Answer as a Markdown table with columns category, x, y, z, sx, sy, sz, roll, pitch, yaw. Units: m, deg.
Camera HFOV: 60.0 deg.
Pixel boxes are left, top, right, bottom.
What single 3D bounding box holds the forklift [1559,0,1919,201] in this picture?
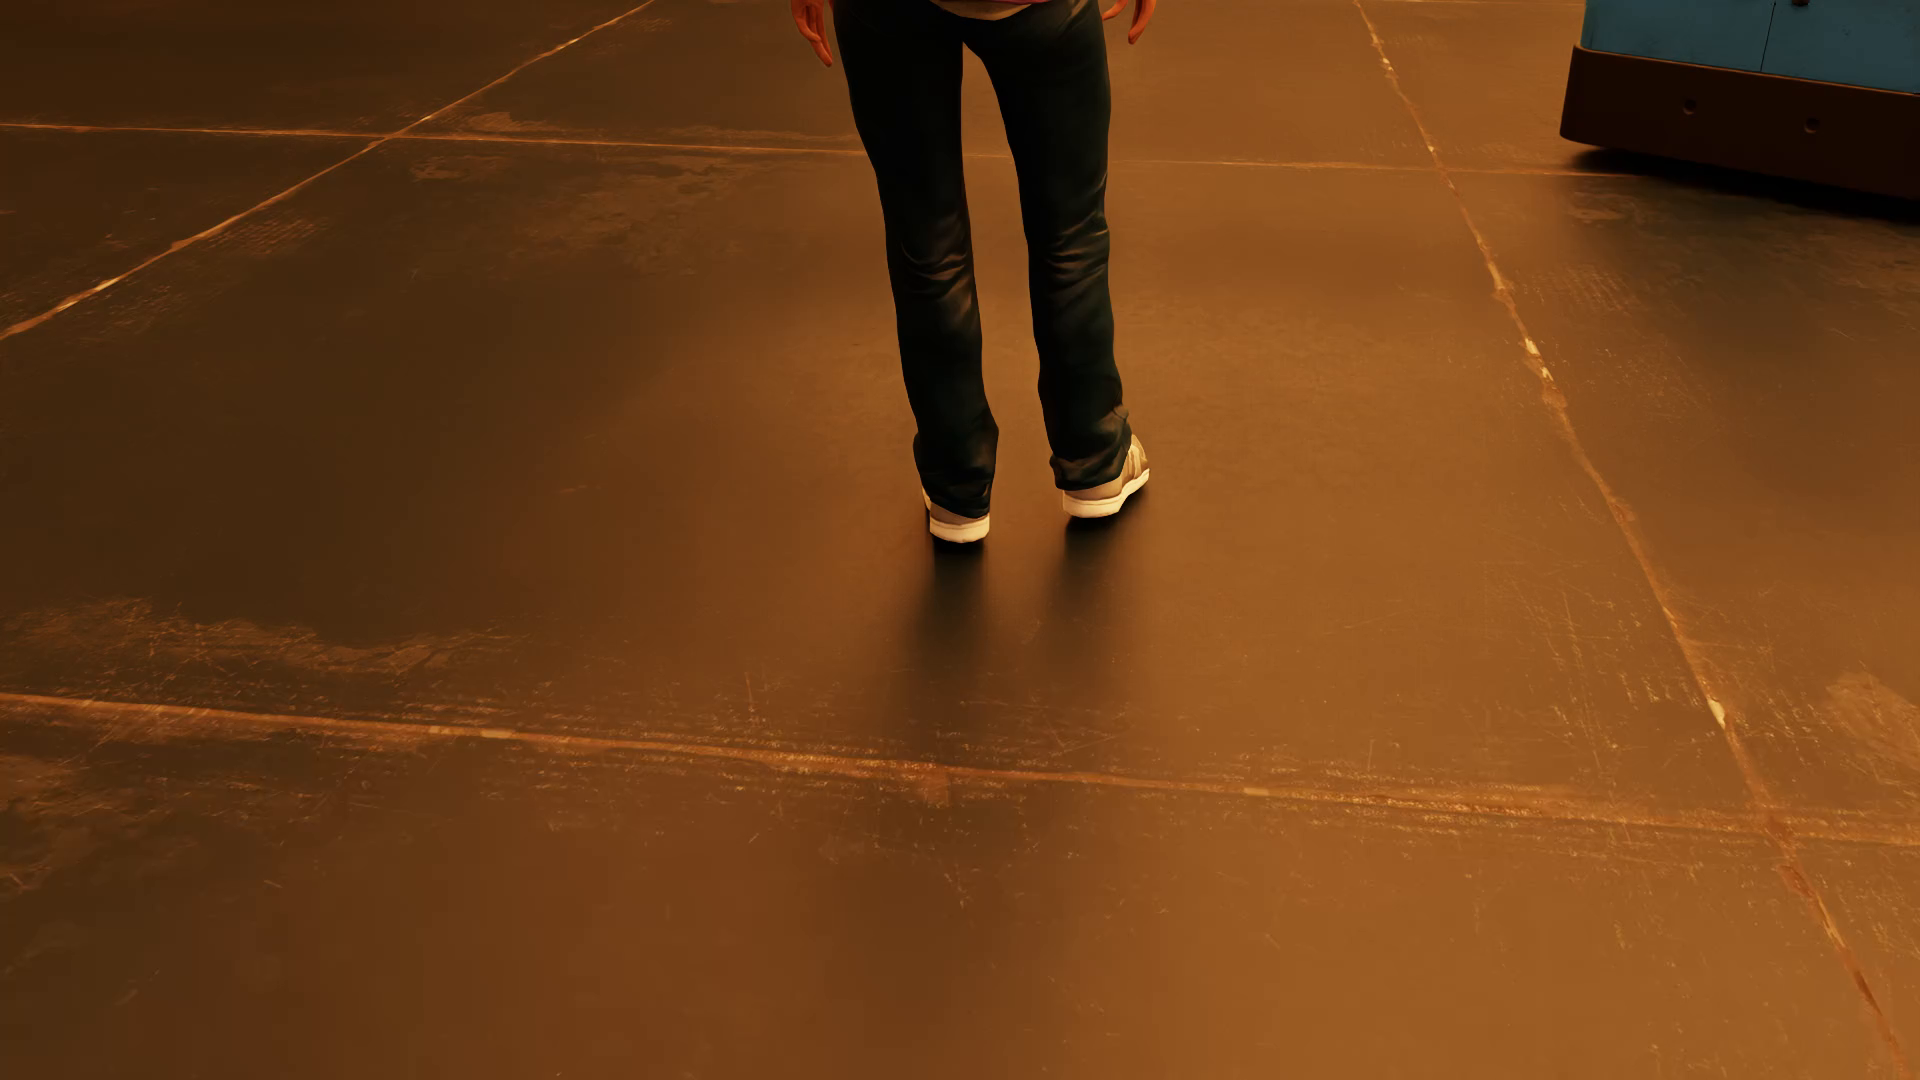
| category | x | y | z | sx | sy | sz | roll | pitch | yaw |
| --- | --- | --- | --- | --- | --- | --- | --- | --- | --- |
| forklift | 3.037 | -2.666 | 4.562 | 1.130 | 2.935 | 3.031 | 24 | 35 | 39 |

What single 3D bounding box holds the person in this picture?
| category | x | y | z | sx | sy | sz | roll | pitch | yaw |
| --- | --- | --- | --- | --- | --- | --- | --- | --- | --- |
| person | 0.024 | -0.753 | 2.204 | 0.520 | 1.597 | 0.476 | 3 | 27 | 7 |
